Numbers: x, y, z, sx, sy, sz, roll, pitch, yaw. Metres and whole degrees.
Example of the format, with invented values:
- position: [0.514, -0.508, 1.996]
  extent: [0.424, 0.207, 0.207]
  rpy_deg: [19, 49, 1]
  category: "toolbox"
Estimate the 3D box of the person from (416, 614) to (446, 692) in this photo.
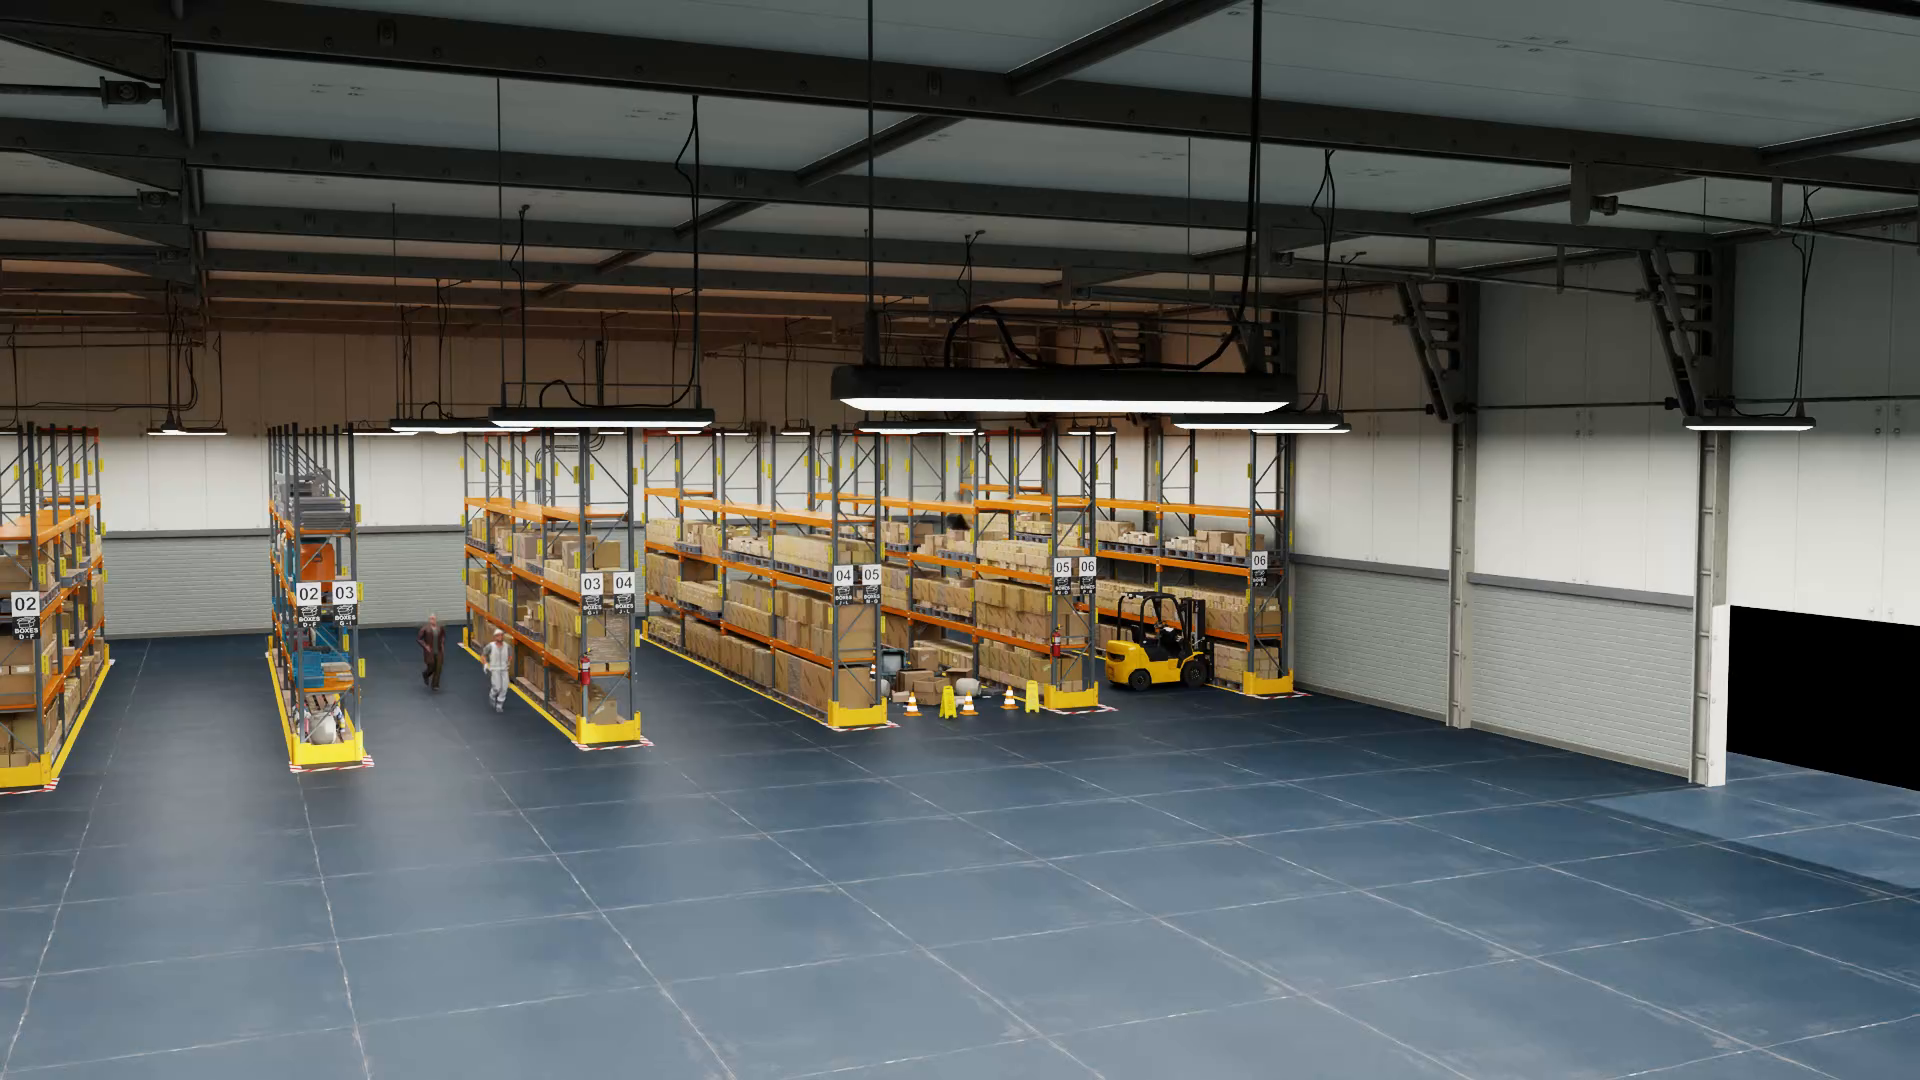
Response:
- position: [-11.954, 2.546, 37.690]
  extent: [0.702, 1.743, 0.820]
  rpy_deg: [-3, 4, -38]
  category: "person"

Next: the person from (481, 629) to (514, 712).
- position: [-9.602, 2.733, 34.683]
  extent: [0.653, 1.742, 0.587]
  rpy_deg: [-2, 4, -31]
  category: "person"

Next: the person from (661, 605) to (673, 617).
- position: [-8.623, 1.873, 49.260]
  extent: [0.842, 1.718, 0.729]
  rpy_deg: [0, 3, -1]
  category: "person"
